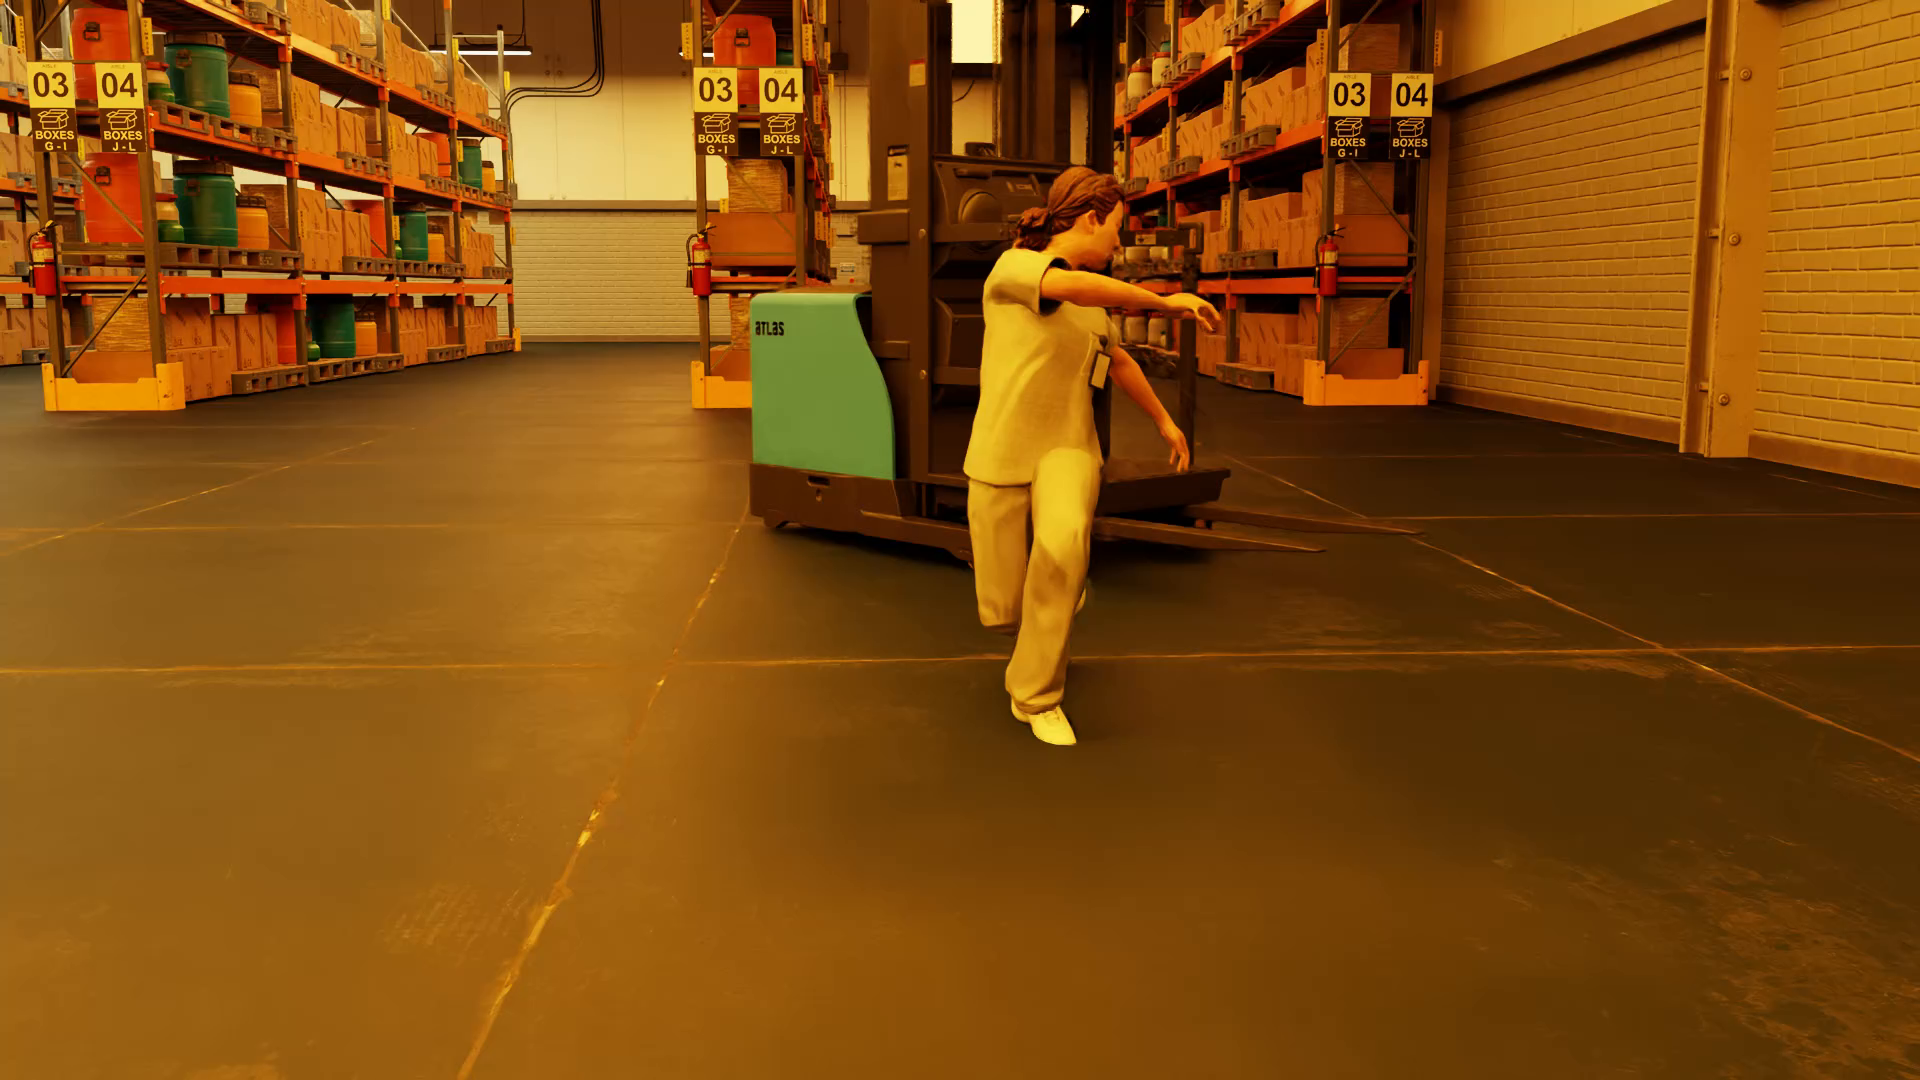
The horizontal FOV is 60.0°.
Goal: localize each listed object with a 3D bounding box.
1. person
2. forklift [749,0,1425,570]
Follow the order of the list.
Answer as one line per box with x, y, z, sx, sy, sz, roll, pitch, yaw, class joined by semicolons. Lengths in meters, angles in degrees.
0.343;-0.246;4.358;0.684;1.441;0.947;-1;9;-7;person
0.406;-1.389;6.685;1.130;2.935;3.031;-8;11;-42;forklift
